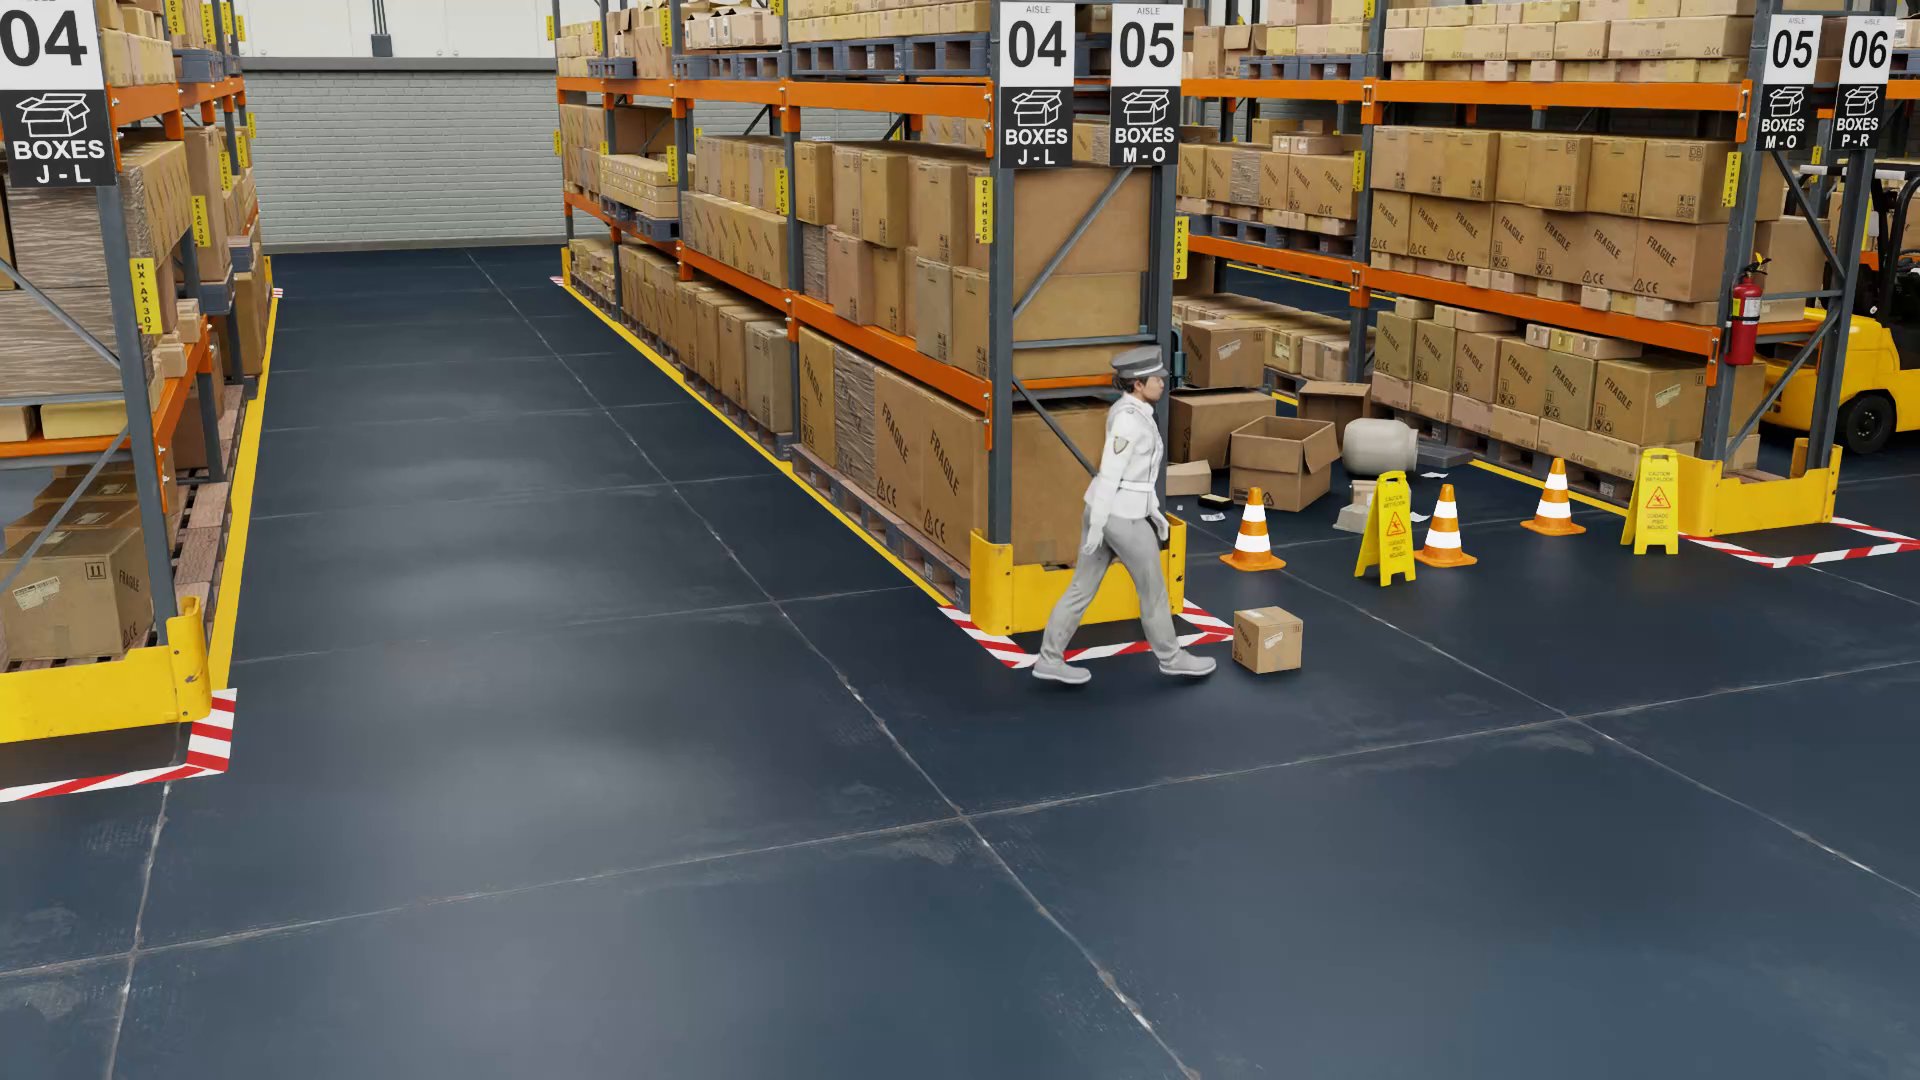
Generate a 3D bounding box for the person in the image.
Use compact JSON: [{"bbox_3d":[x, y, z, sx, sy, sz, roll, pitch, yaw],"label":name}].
[{"bbox_3d":[0.794,-0.126,7.931,0.925,1.616,0.458,-3,16,-12],"label":"person"}]
